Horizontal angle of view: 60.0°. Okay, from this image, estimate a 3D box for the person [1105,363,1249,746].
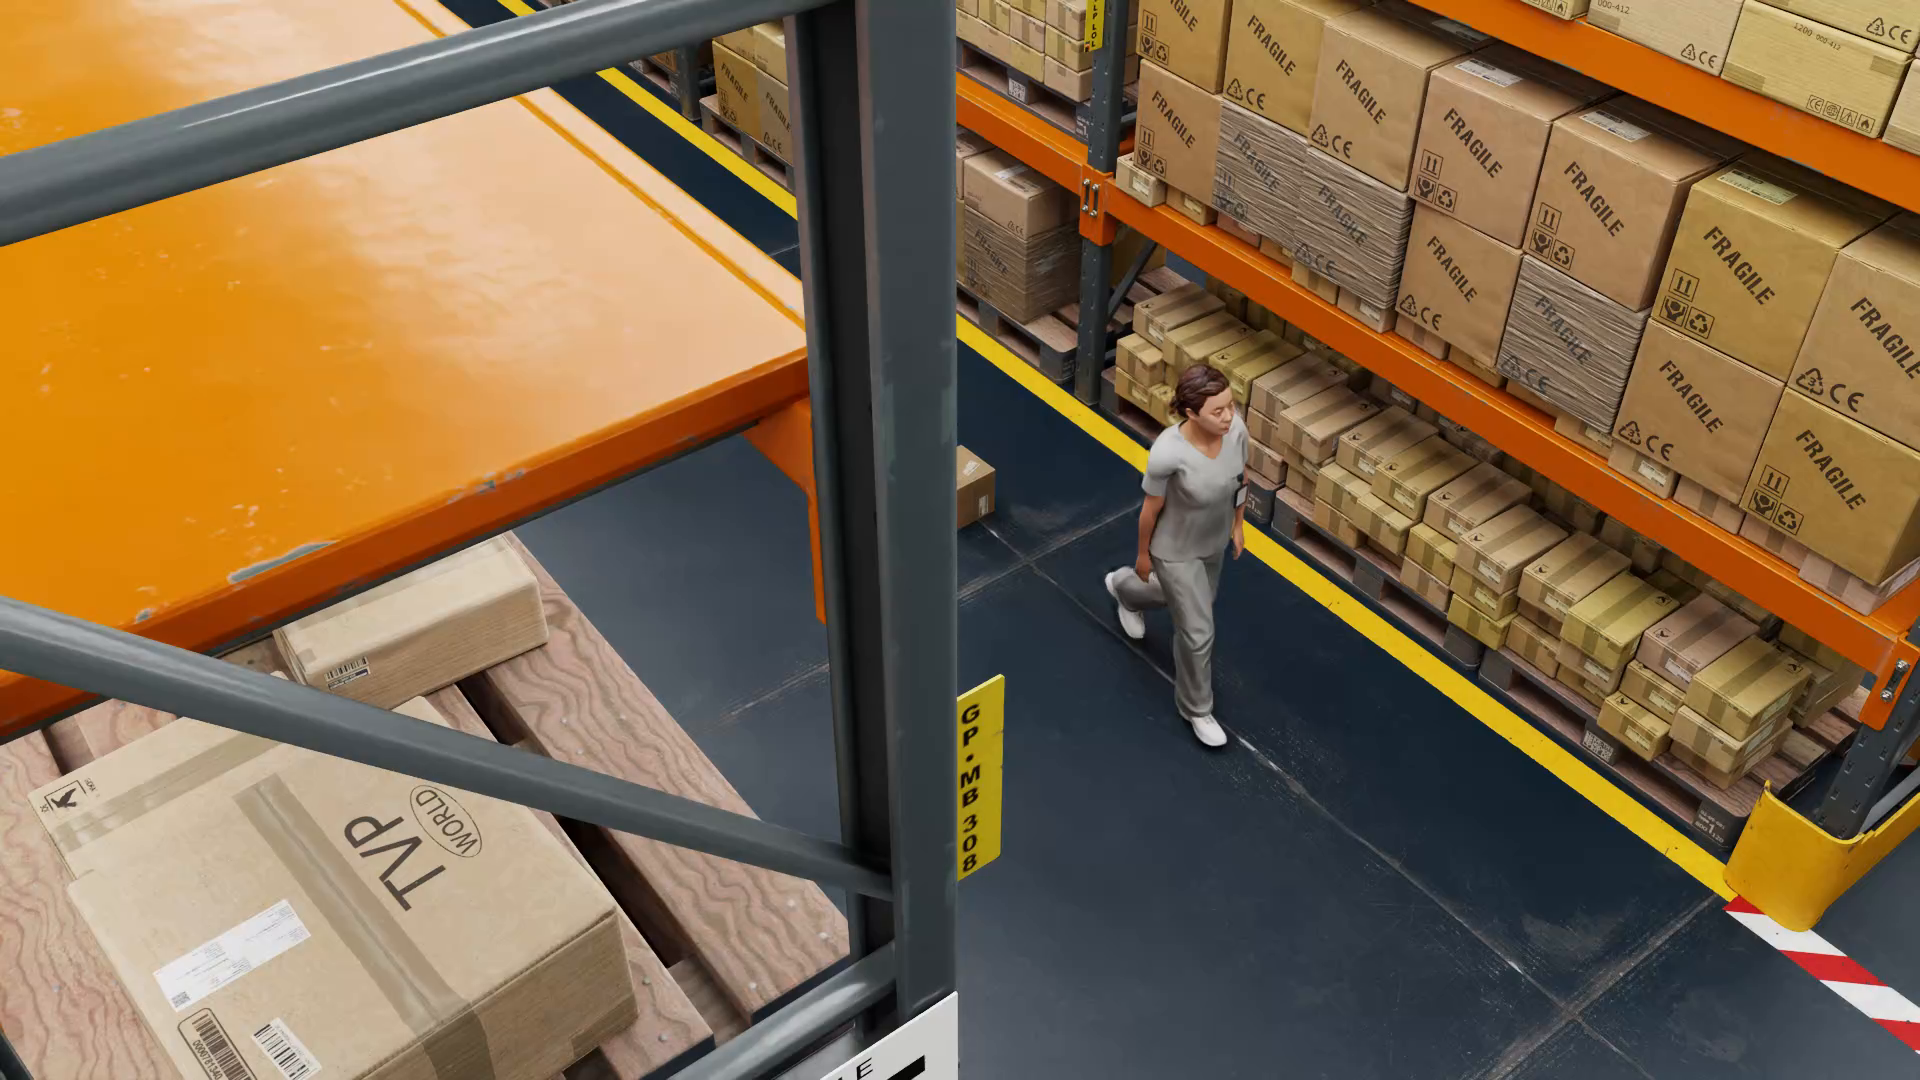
[{"bbox_3d":[0.860,-0.034,6.454,0.456,1.637,0.891,-23,46,-25],"label":"person"}]
